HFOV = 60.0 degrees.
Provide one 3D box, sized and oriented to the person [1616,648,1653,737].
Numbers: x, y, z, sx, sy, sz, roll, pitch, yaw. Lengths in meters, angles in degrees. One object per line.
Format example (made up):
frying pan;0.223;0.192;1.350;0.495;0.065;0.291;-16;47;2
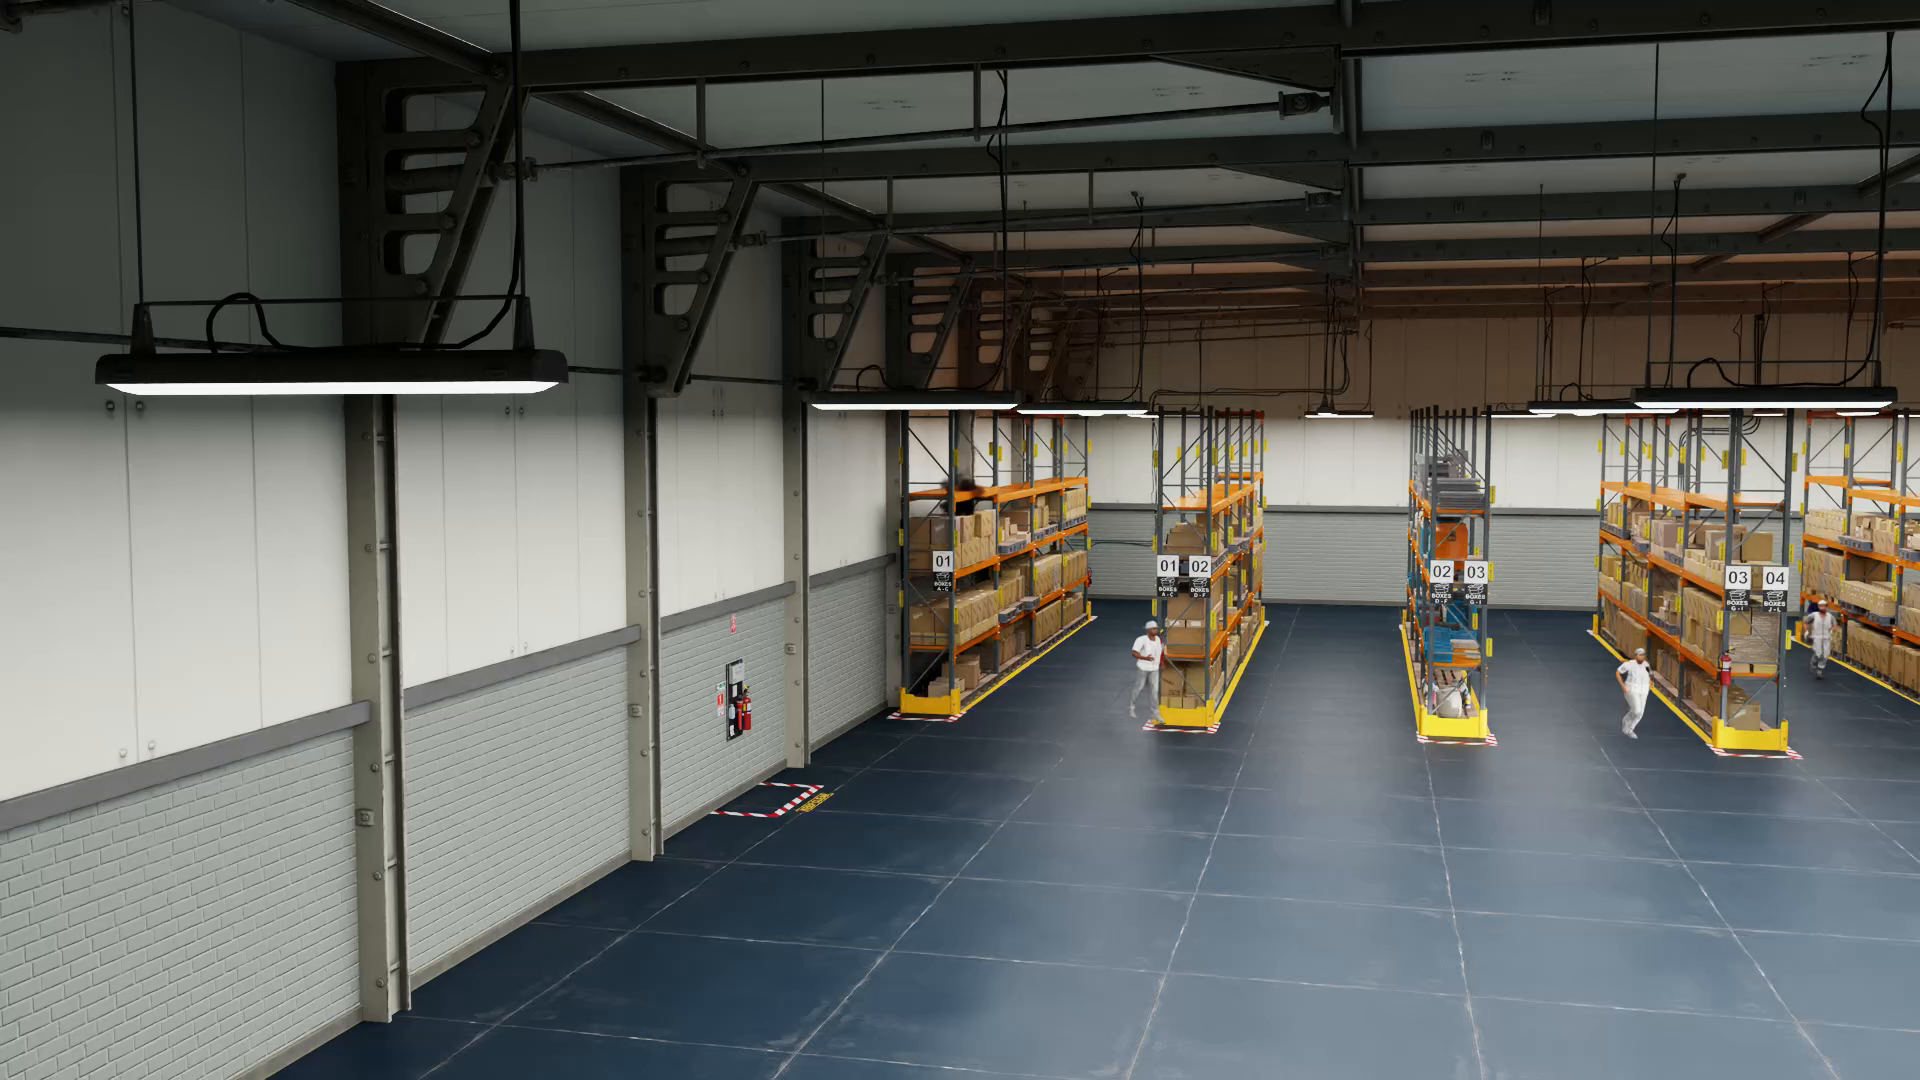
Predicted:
person;12.218;2.756;30.001;0.604;1.624;0.595;-1;4;-11

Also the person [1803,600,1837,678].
person;19.068;2.198;36.804;0.664;1.739;0.603;1;4;12

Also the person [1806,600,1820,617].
person;22.835;1.742;44.327;0.804;1.650;0.614;3;5;37

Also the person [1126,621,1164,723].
person;3.462;2.373;30.251;0.738;1.802;0.817;-2;5;-31
